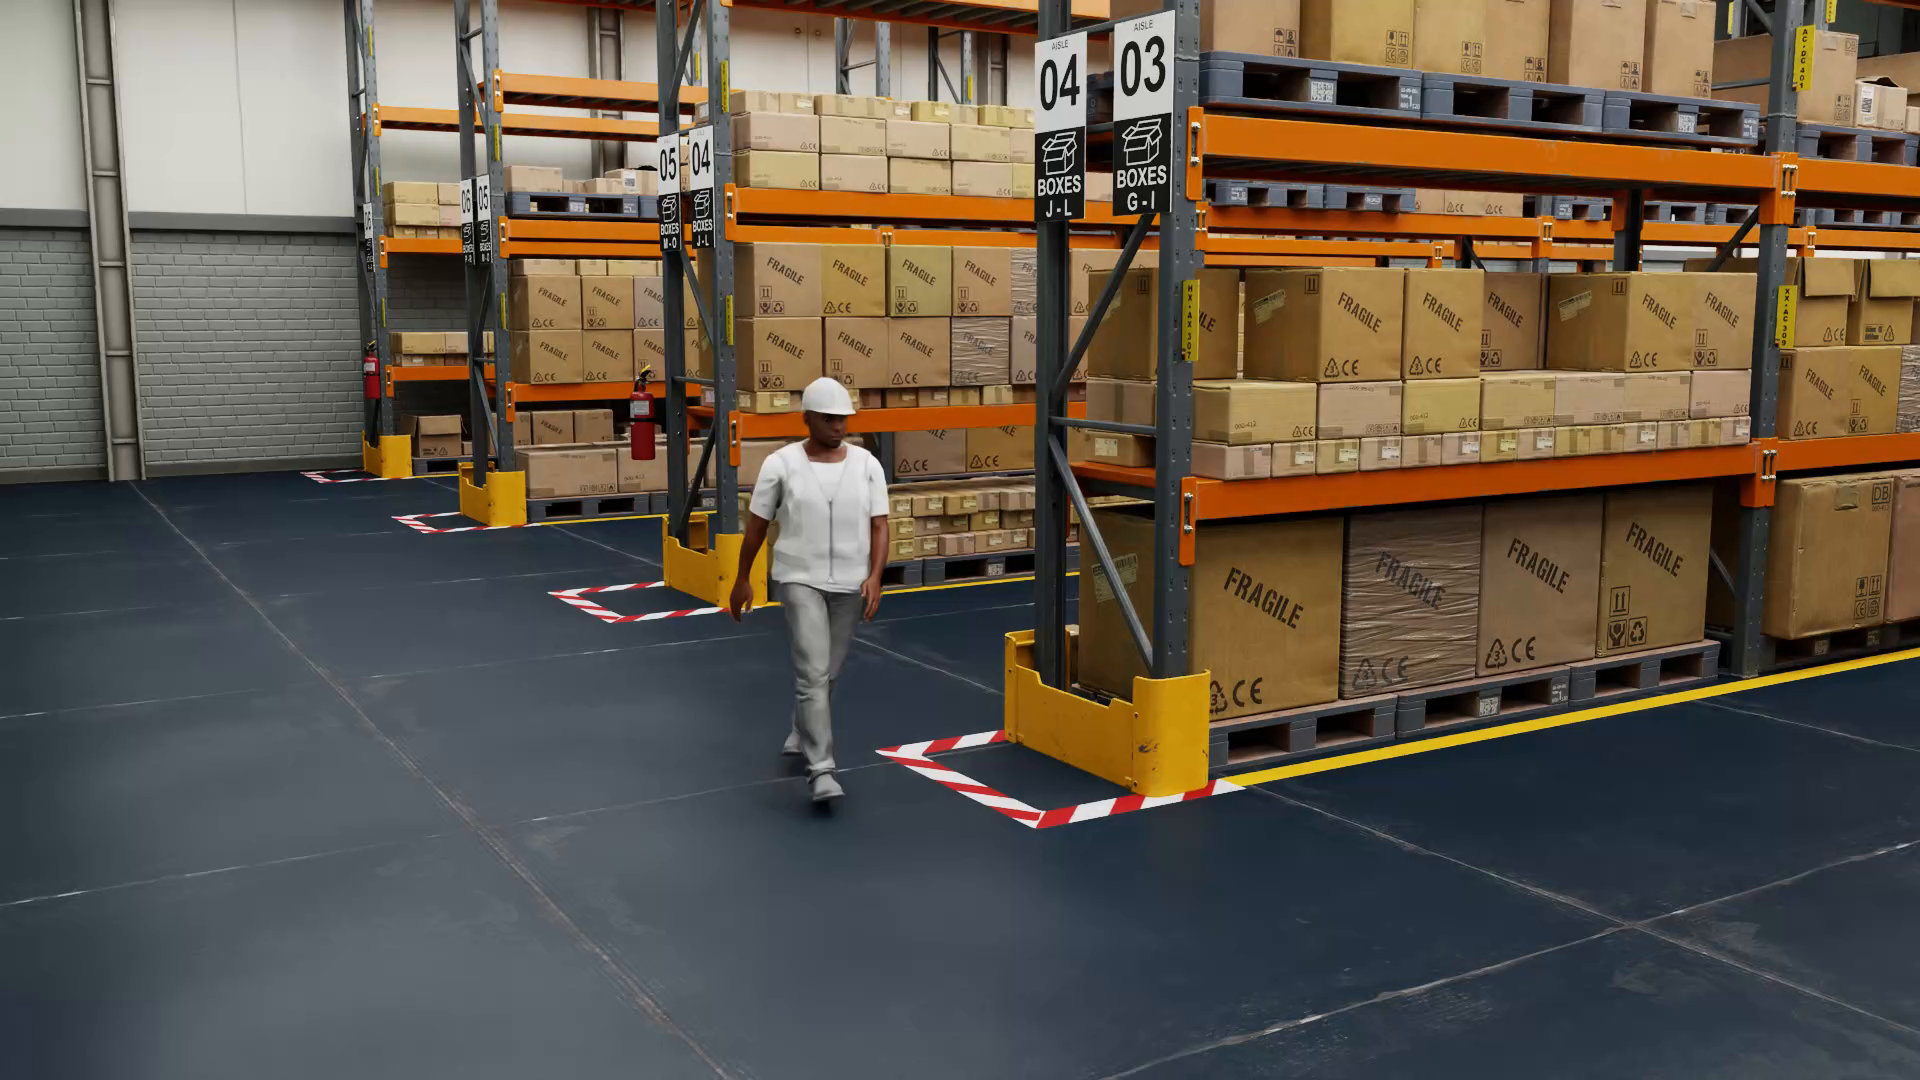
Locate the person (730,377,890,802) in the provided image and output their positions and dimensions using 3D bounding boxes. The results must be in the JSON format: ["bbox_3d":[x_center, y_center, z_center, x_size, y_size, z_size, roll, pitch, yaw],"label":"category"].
[{"bbox_3d":[-0.598,0.185,6.994,0.657,1.727,0.983,-3,9,-19],"label":"person"}]
